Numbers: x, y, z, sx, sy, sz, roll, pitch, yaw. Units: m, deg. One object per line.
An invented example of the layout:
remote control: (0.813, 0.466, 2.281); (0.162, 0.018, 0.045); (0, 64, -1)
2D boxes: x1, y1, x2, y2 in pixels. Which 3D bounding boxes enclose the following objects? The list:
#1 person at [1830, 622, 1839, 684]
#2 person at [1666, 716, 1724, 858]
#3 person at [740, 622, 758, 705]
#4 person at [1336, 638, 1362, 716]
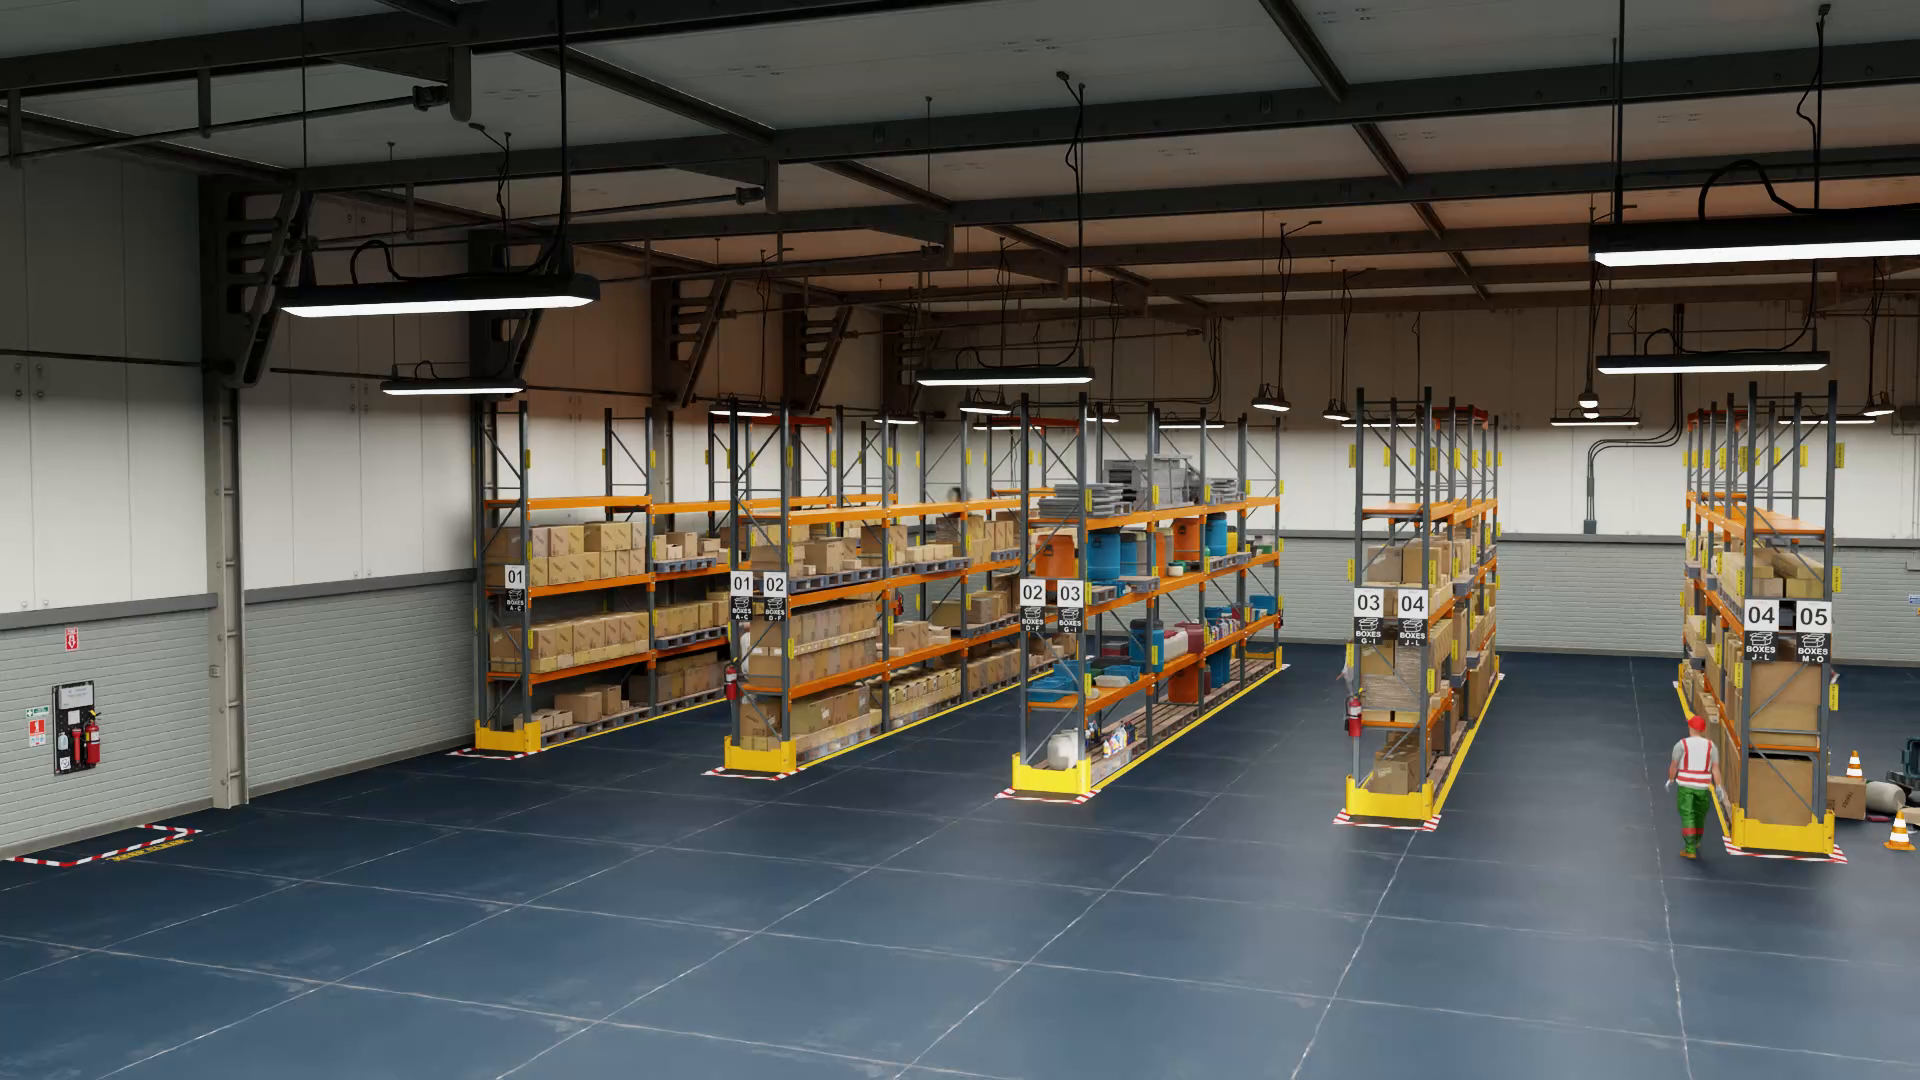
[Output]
person: (19.003, 2.382, 36.542); (0.546, 1.653, 0.450); (1, 3, 18)
person: (9.269, 3.077, 21.010); (0.640, 1.745, 0.950); (1, 3, 15)
person: (-4.181, 2.531, 33.646); (0.718, 1.758, 0.673); (-2, 4, -41)
person: (7.485, 2.651, 31.901); (0.500, 1.573, 0.793); (-1, 3, -24)
